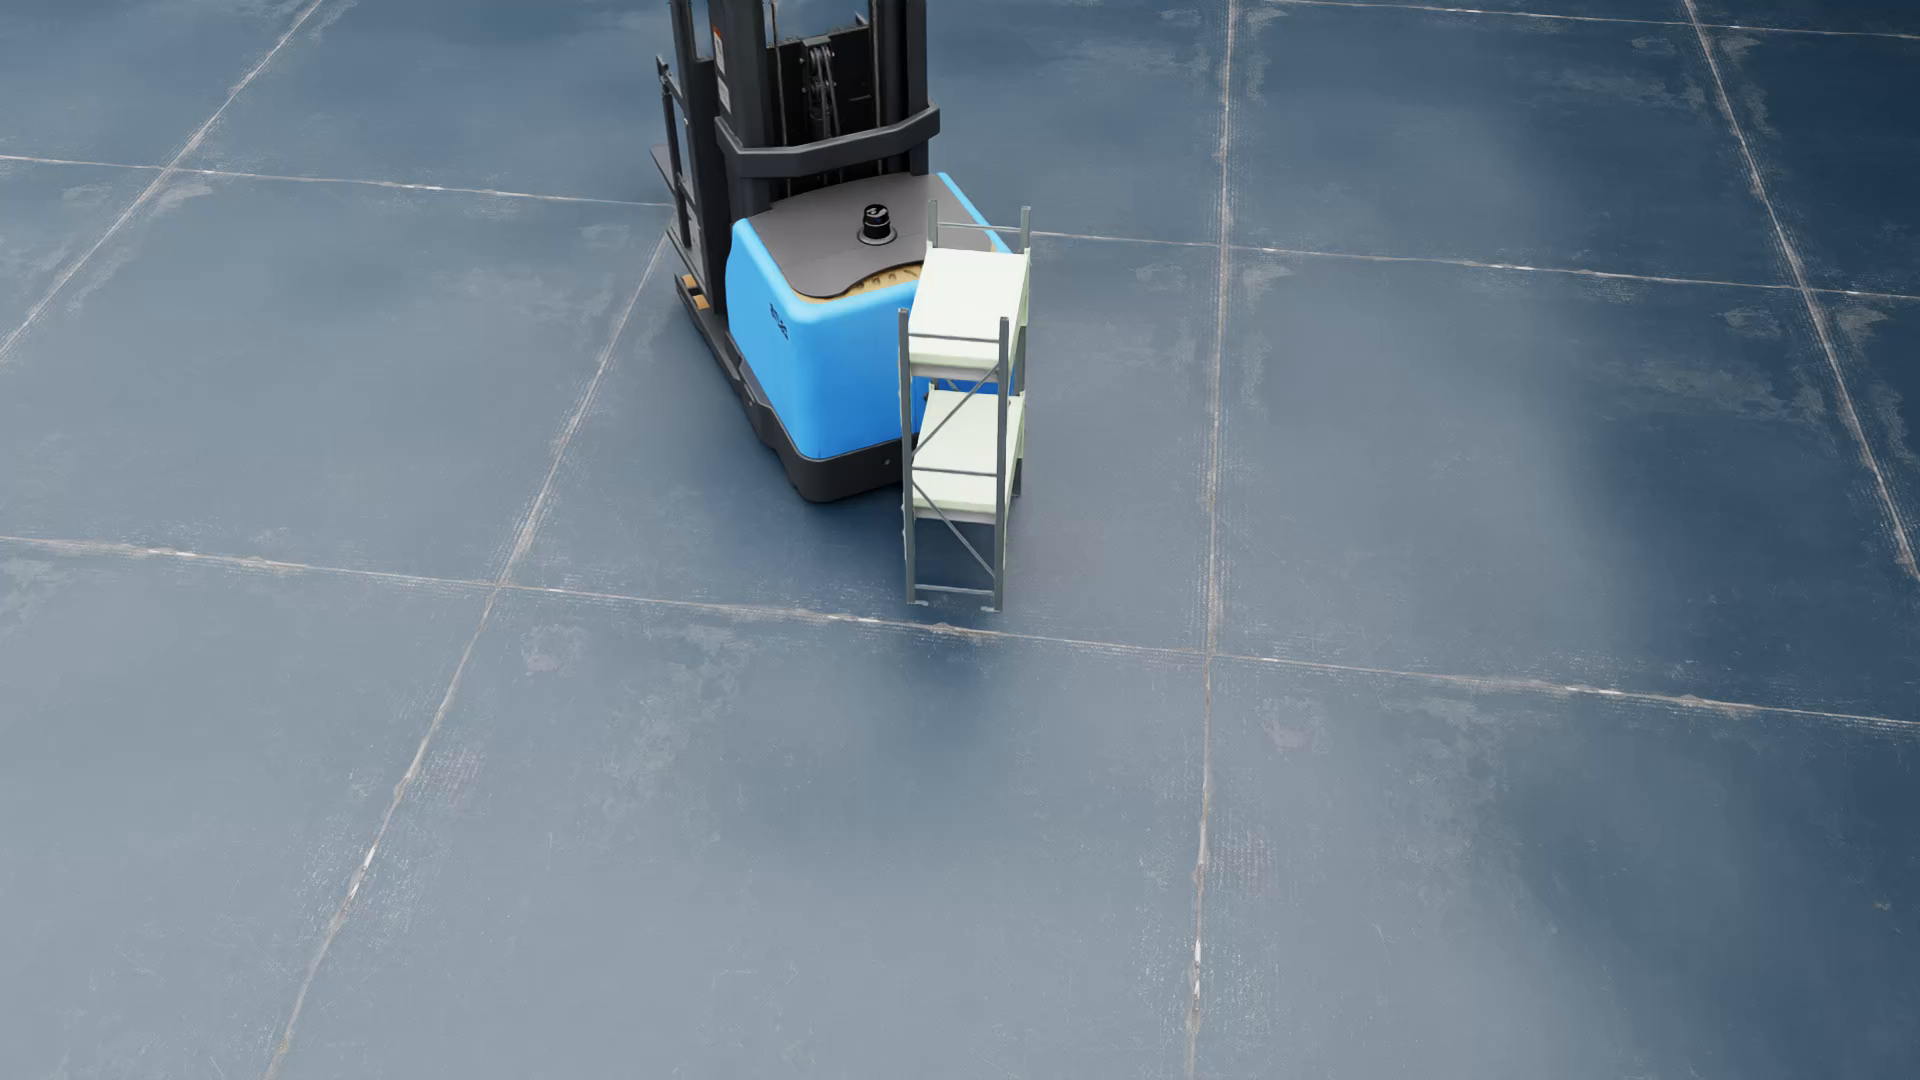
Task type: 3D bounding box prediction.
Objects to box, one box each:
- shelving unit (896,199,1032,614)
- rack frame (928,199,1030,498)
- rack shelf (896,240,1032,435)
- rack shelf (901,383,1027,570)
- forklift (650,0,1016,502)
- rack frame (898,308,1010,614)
[{"bbox_3d":[0.026,-0.511,6.721,0.431,1.500,0.755,5,44,6],"label":"shelving unit"},{"bbox_3d":[0.074,-0.761,6.985,0.400,1.500,0.023,5,44,6],"label":"rack frame"},{"bbox_3d":[0.026,-0.795,6.453,0.431,0.370,0.720,5,44,6],"label":"rack shelf"},{"bbox_3d":[0.026,-0.275,6.945,0.431,0.370,0.720,5,44,6],"label":"rack shelf"},{"bbox_3d":[-0.805,-2.252,7.519,1.130,2.935,3.031,-17,46,-17],"label":"forklift"},{"bbox_3d":[-0.023,-0.262,6.458,0.400,1.500,0.023,5,44,6],"label":"rack frame"}]
